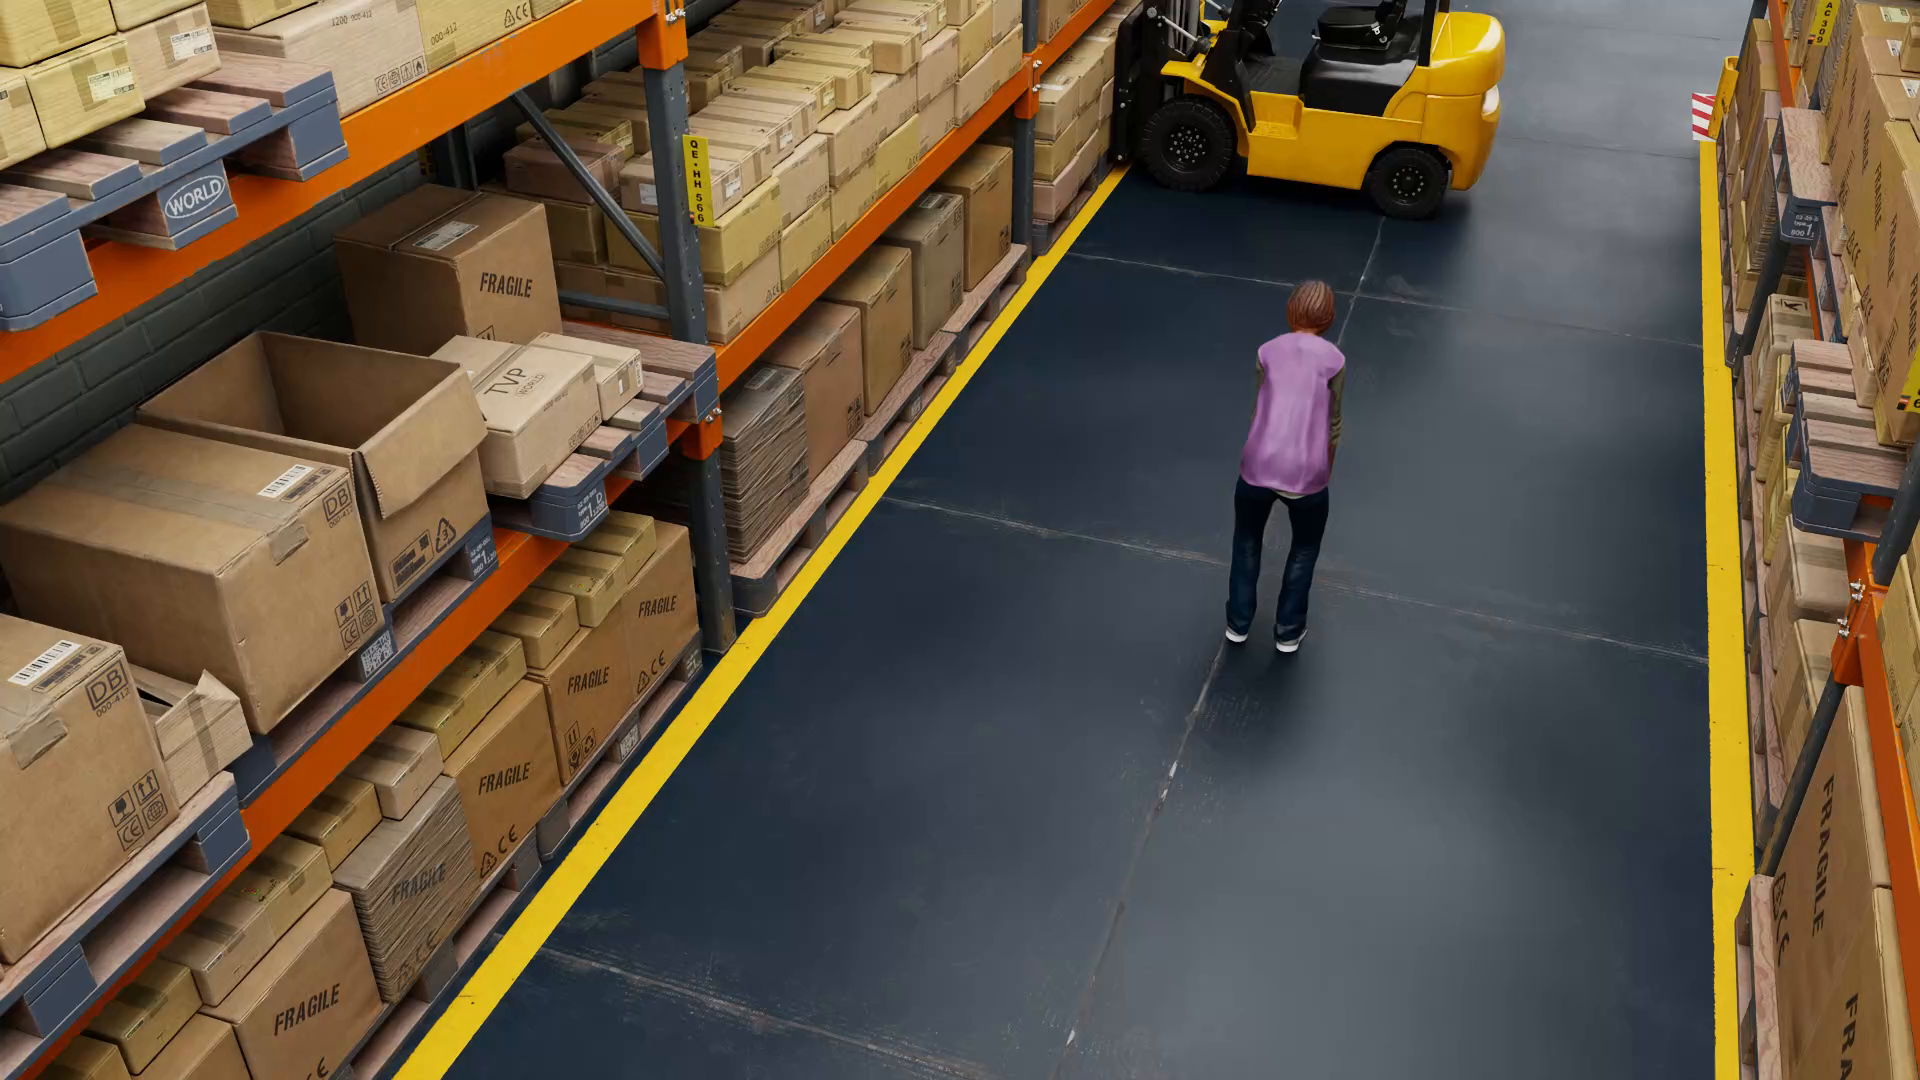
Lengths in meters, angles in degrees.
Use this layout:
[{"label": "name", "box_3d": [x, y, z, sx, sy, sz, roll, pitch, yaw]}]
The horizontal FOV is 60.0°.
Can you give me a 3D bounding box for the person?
[{"label": "person", "box_3d": [1.319, -0.272, 6.690, 0.377, 1.457, 0.637, 11, 35, 15]}]
